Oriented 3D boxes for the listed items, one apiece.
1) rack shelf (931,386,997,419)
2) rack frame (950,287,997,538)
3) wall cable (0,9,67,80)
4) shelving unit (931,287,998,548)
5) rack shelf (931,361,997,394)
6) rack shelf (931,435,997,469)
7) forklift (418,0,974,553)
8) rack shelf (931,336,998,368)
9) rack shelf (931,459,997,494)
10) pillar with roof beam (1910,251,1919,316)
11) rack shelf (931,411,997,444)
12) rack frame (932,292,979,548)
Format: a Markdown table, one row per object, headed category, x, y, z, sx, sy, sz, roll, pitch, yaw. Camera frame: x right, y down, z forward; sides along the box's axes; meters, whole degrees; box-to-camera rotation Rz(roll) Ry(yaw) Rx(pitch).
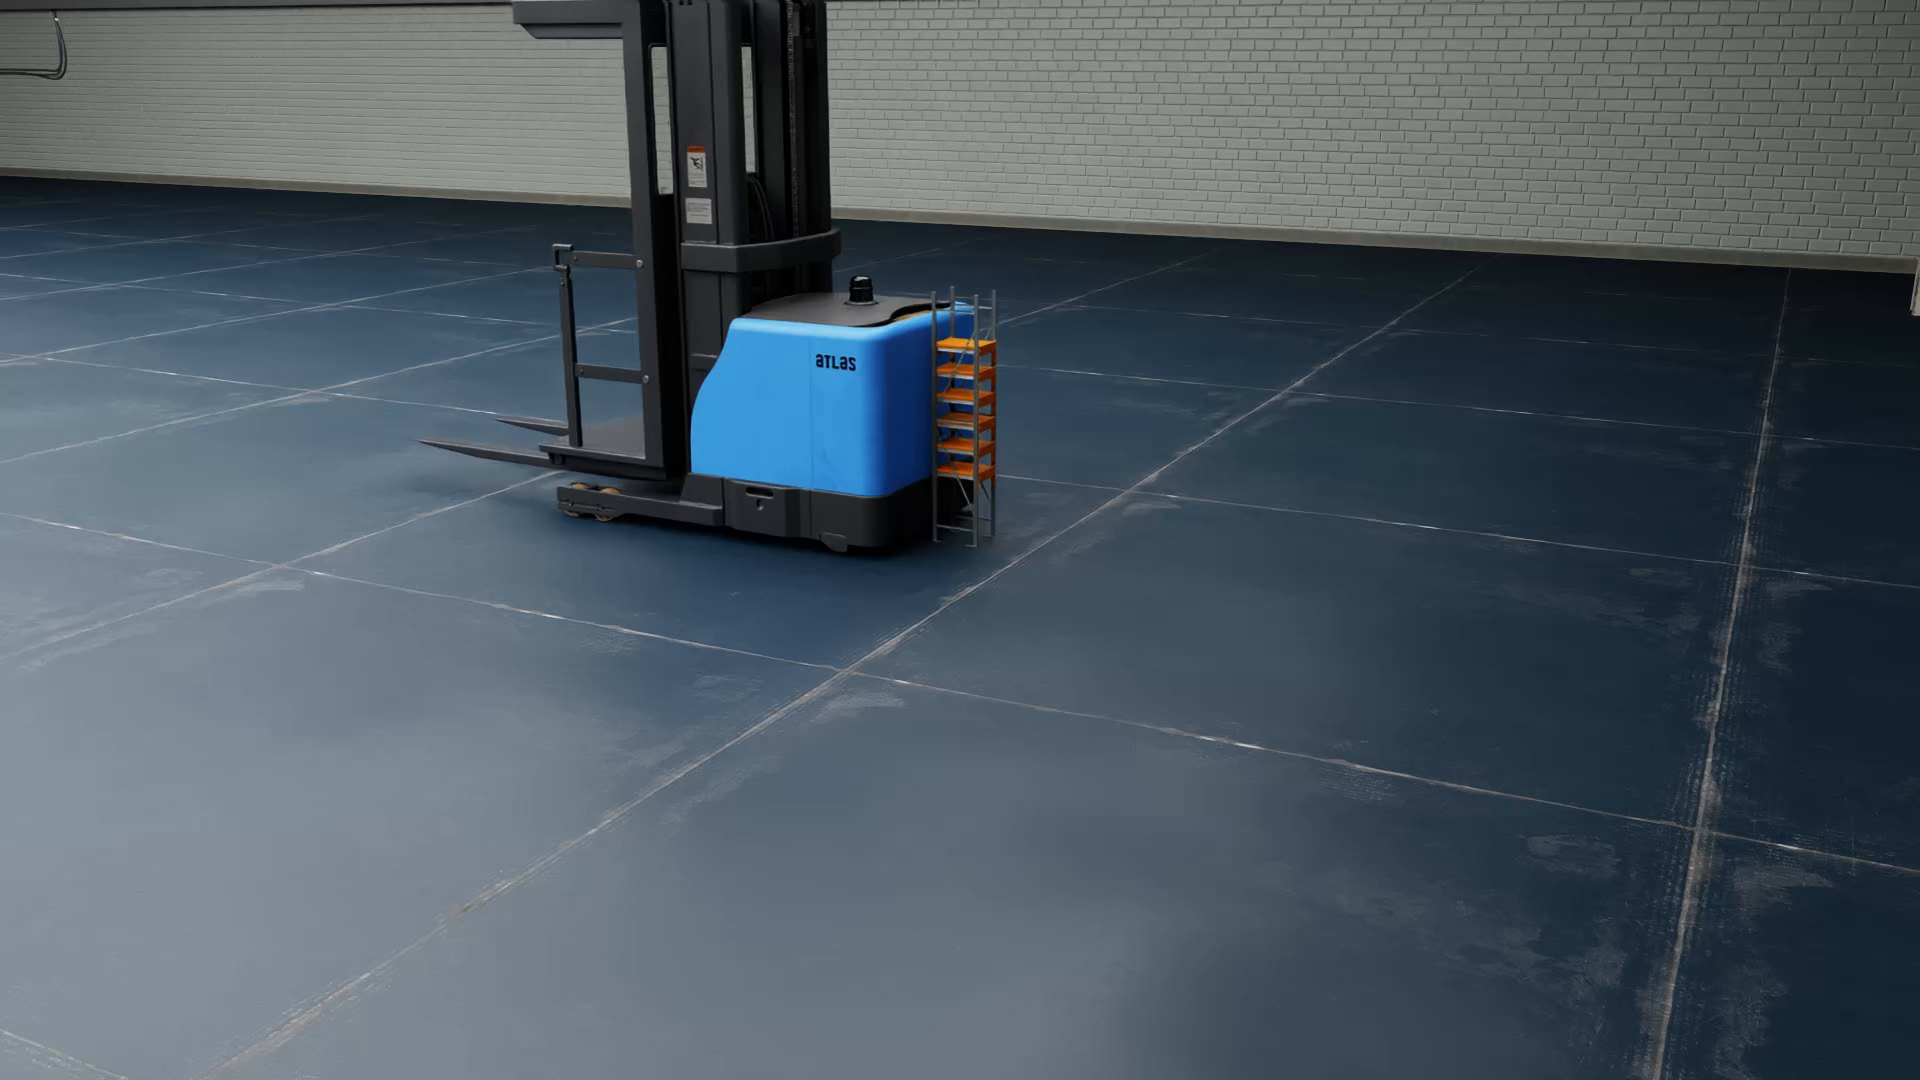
| category | x | y | z | sx | sy | sz | roll | pitch | yaw |
| --- | --- | --- | --- | --- | --- | --- | --- | --- | --- |
| rack shelf | 0.020 | -0.649 | 7.835 | 0.258 | 0.103 | 0.180 | 8 | 19 | 26 |
| rack frame | 0.062 | -0.599 | 7.935 | 0.240 | 1.200 | 0.006 | 8 | 19 | 26 |
| wall cable | -17.017 | -9.440 | 29.455 | 3.097 | 2.526 | 0.112 | 8 | 18 | 25 |
| shelving unit | 0.020 | -0.576 | 7.857 | 0.258 | 1.200 | 0.189 | 8 | 19 | 26 |
| rack shelf | 0.020 | -0.764 | 7.801 | 0.258 | 0.103 | 0.180 | 8 | 19 | 26 |
| rack shelf | 0.020 | -0.419 | 7.904 | 0.258 | 0.103 | 0.180 | 8 | 19 | 26 |
| forklift | -1.462 | -1.621 | 8.334 | 3.031 | 2.935 | 1.130 | 8 | 18 | 26 |
| rack shelf | 0.020 | -0.879 | 7.767 | 0.258 | 0.103 | 0.180 | 8 | 19 | 26 |
| rack shelf | 0.020 | -0.304 | 7.938 | 0.258 | 0.103 | 0.180 | 8 | 19 | 26 |
| pillar with roof beam | 4.813 | -6.886 | 15.404 | 9.100 | 9.000 | 0.400 | 8 | 18 | 25 |
| rack shelf | 0.020 | -0.534 | 7.870 | 0.258 | 0.103 | 0.180 | 8 | 19 | 26 |
| rack frame | -0.023 | -0.553 | 7.779 | 0.240 | 1.200 | 0.006 | 8 | 19 | 26 |
